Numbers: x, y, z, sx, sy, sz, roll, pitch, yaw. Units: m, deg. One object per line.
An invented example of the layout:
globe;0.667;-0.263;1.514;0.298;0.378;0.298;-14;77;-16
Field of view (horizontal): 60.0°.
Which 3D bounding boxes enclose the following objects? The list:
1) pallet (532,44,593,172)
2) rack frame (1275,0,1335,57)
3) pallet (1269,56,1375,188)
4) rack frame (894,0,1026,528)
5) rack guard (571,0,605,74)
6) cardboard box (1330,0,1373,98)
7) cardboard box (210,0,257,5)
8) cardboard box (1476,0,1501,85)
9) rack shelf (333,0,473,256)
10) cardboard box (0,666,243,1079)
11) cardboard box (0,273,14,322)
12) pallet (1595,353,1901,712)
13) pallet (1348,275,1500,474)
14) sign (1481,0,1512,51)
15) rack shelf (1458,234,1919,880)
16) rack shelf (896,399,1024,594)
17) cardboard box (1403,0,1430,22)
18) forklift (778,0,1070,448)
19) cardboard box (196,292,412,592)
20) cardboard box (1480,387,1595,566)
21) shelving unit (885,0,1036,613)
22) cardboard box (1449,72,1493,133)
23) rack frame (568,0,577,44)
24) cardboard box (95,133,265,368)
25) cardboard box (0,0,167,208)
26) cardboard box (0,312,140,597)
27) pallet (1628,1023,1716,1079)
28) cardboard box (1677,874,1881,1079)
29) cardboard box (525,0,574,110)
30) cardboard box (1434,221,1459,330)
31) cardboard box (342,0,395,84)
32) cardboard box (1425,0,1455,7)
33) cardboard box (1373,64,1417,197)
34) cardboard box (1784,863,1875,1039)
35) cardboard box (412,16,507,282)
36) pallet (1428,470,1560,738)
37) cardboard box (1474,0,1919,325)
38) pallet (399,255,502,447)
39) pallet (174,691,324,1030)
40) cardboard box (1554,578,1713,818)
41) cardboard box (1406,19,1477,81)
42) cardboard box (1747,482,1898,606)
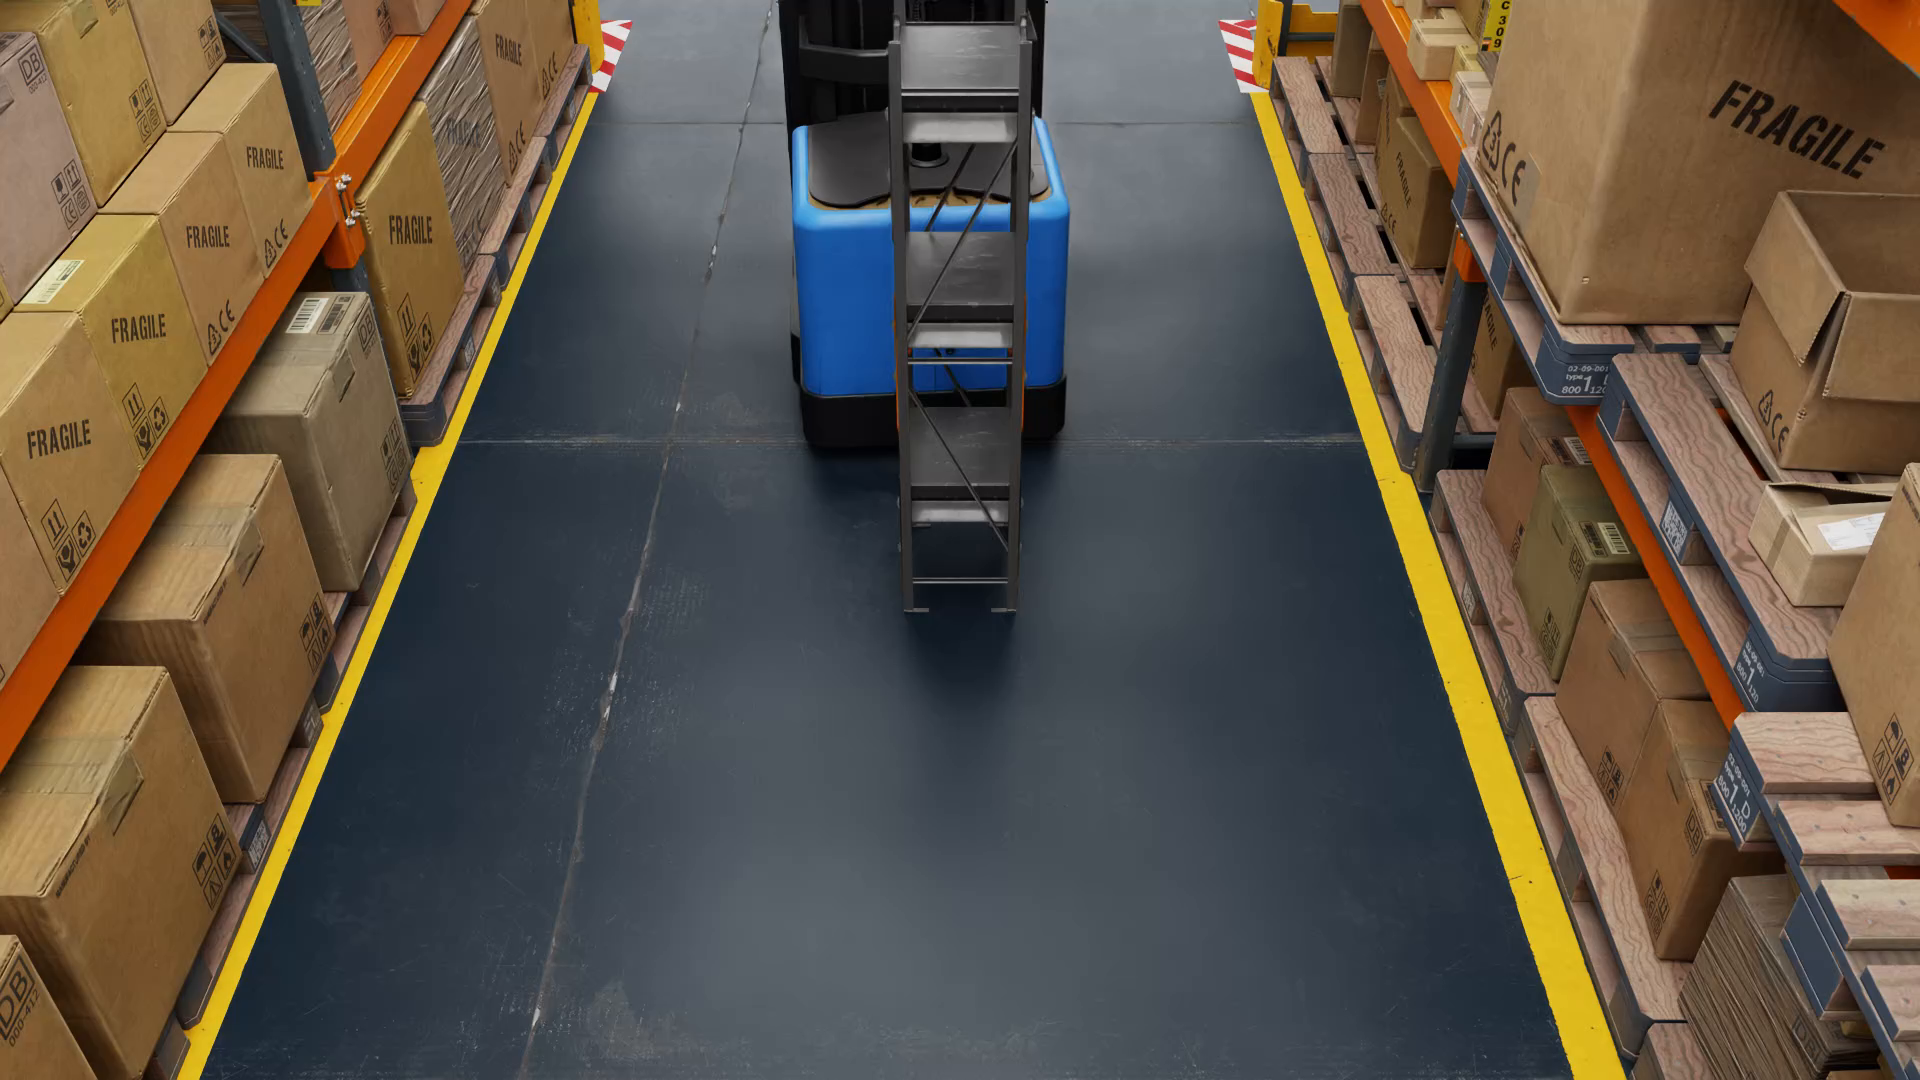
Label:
pallet;-2.601;-2.358;9.023;1.003;0.211;1.213;0;39;0
rack frame;2.280;-3.886;8.701;1.000;3.000;0.127;0;39;0
pallet;2.245;-2.242;8.879;1.003;0.211;1.213;0;39;0
rack frame;0.000;-0.868;5.655;0.400;2.100;0.015;0;39;0
rack guard;-2.680;-2.985;9.576;1.175;0.500;0.348;0;39;0
cardboard box;2.264;-2.684;8.864;0.500;0.500;0.500;7;39;8
cardboard box;-2.642;-2.155;5.557;0.875;0.550;0.550;0;39;0
cardboard box;2.346;-1.821;5.806;0.875;0.500;0.500;0;39;0
rack shelf;-2.678;-2.414;7.439;1.077;0.370;4.000;0;39;0
cardboard box;-2.586;0.843;4.262;1.050;0.750;0.750;1;39;1
cardboard box;-2.667;-0.610;3.733;0.700;0.500;0.500;0;39;0
pallet;2.246;-0.046;4.063;1.003;0.211;1.213;0;39;0
pallet;2.248;-0.717;6.975;1.003;0.211;1.213;0;39;0
sign;1.742;-1.717;5.302;0.100;0.325;0.005;0;39;0
rack shelf;2.287;0.147;4.244;1.077;0.370;4.000;0;39;0
rack shelf;0.000;-0.159;5.910;0.431;0.518;0.480;0;39;0
cardboard box;2.038;-2.203;6.801;0.380;0.149;0.250;0;39;0
forklift;-0.216;-2.417;6.922;1.130;2.935;3.031;-3;39;-4
cardboard box;-2.585;-0.342;5.742;1.050;0.750;0.750;0;39;0
cardboard box;2.264;-0.197;5.744;0.700;0.500;0.500;-3;39;-4
shelving unit;0.000;-0.716;5.464;0.431;2.100;0.503;0;39;0
cardboard box;1.999;-1.577;6.020;0.380;0.149;0.250;0;39;0
rack frame;-2.680;-3.946;8.775;1.000;3.000;0.127;0;39;0
cardboard box;-2.407;-0.841;4.821;0.500;0.500;0.500;0;39;-1
cardboard box;-2.667;-1.241;4.521;0.700;0.500;0.500;-1;39;-1
cardboard box;-2.404;-0.208;4.031;0.500;0.500;0.500;0;39;-1
pallet;2.290;1.716;3.940;1.003;0.211;1.213;0;39;0
cardboard box;2.255;1.155;4.058;0.700;0.500;0.500;-3;39;-4
cardboard box;-2.614;-2.857;8.779;0.875;0.875;0.875;0;39;0
cardboard box;2.316;-1.182;6.989;0.500;0.500;0.500;12;40;14
cardboard box;-2.711;-2.078;6.324;0.875;0.550;0.550;0;39;0
cardboard box;2.279;-2.447;6.587;0.875;0.500;0.500;0;39;0
cardboard box;2.280;-1.919;7.909;0.500;0.500;0.500;3;39;4
cardboard box;2.247;0.877;3.804;0.500;0.250;0.500;4;39;5
cardboard box;-2.611;-1.736;7.381;0.875;0.875;0.875;0;39;0
pallet;2.287;0.190;5.844;1.003;0.211;1.213;0;39;0
cardboard box;2.145;-1.286;4.640;1.000;1.000;1.000;0;39;0
pallet;-2.598;-0.832;7.119;1.003;0.211;1.213;0;39;0
pallet;-2.595;0.891;4.969;1.003;0.211;1.213;0;39;0
cardboard box;2.246;0.451;4.935;0.700;0.500;0.500;-3;39;-4
cardboard box;1.947;-1.890;6.411;0.380;0.149;0.250;0;39;0
cardboard box;2.017;-0.037;3.670;0.396;0.266;0.258;-1;39;-1
